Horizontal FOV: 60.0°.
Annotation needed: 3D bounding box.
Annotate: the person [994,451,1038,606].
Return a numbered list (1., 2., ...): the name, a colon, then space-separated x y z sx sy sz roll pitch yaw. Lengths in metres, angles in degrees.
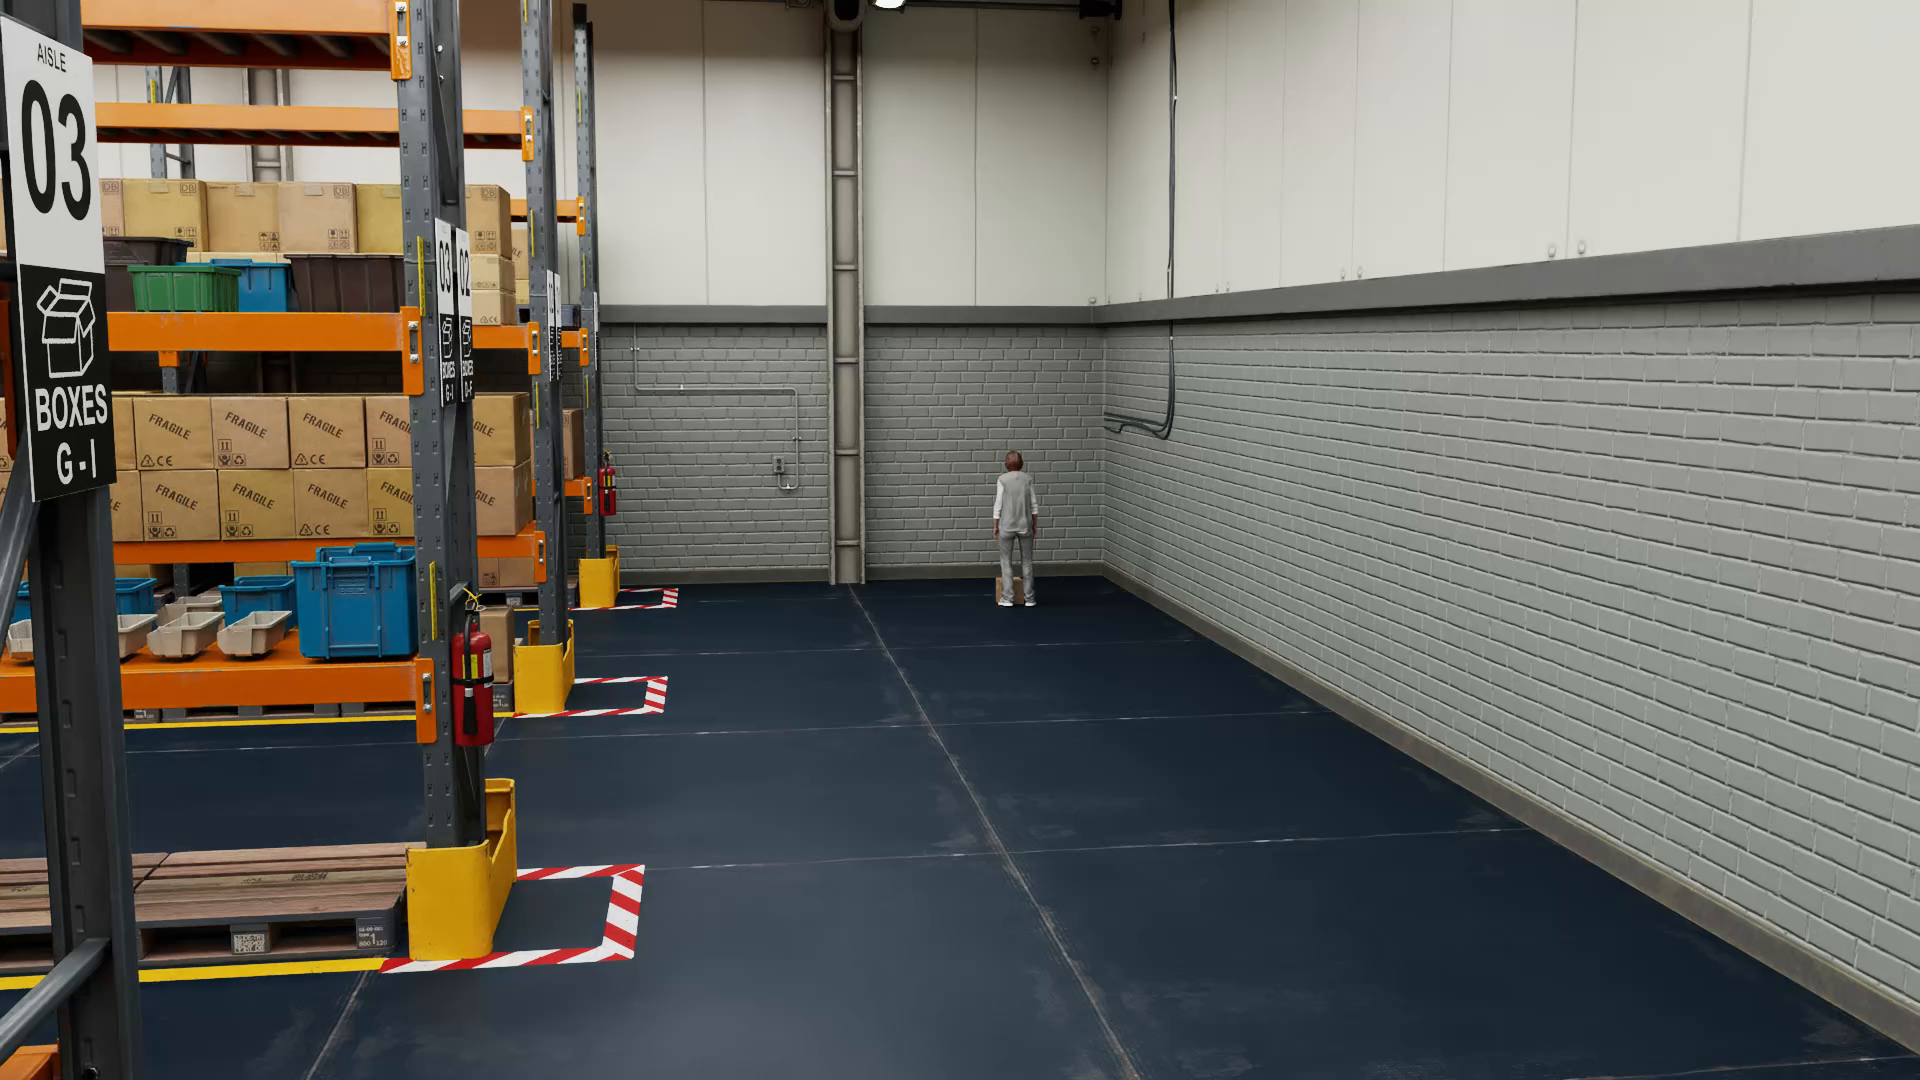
1. person: 0.567 -0.107 16.981 0.461 1.582 0.364 -1 7 -8
